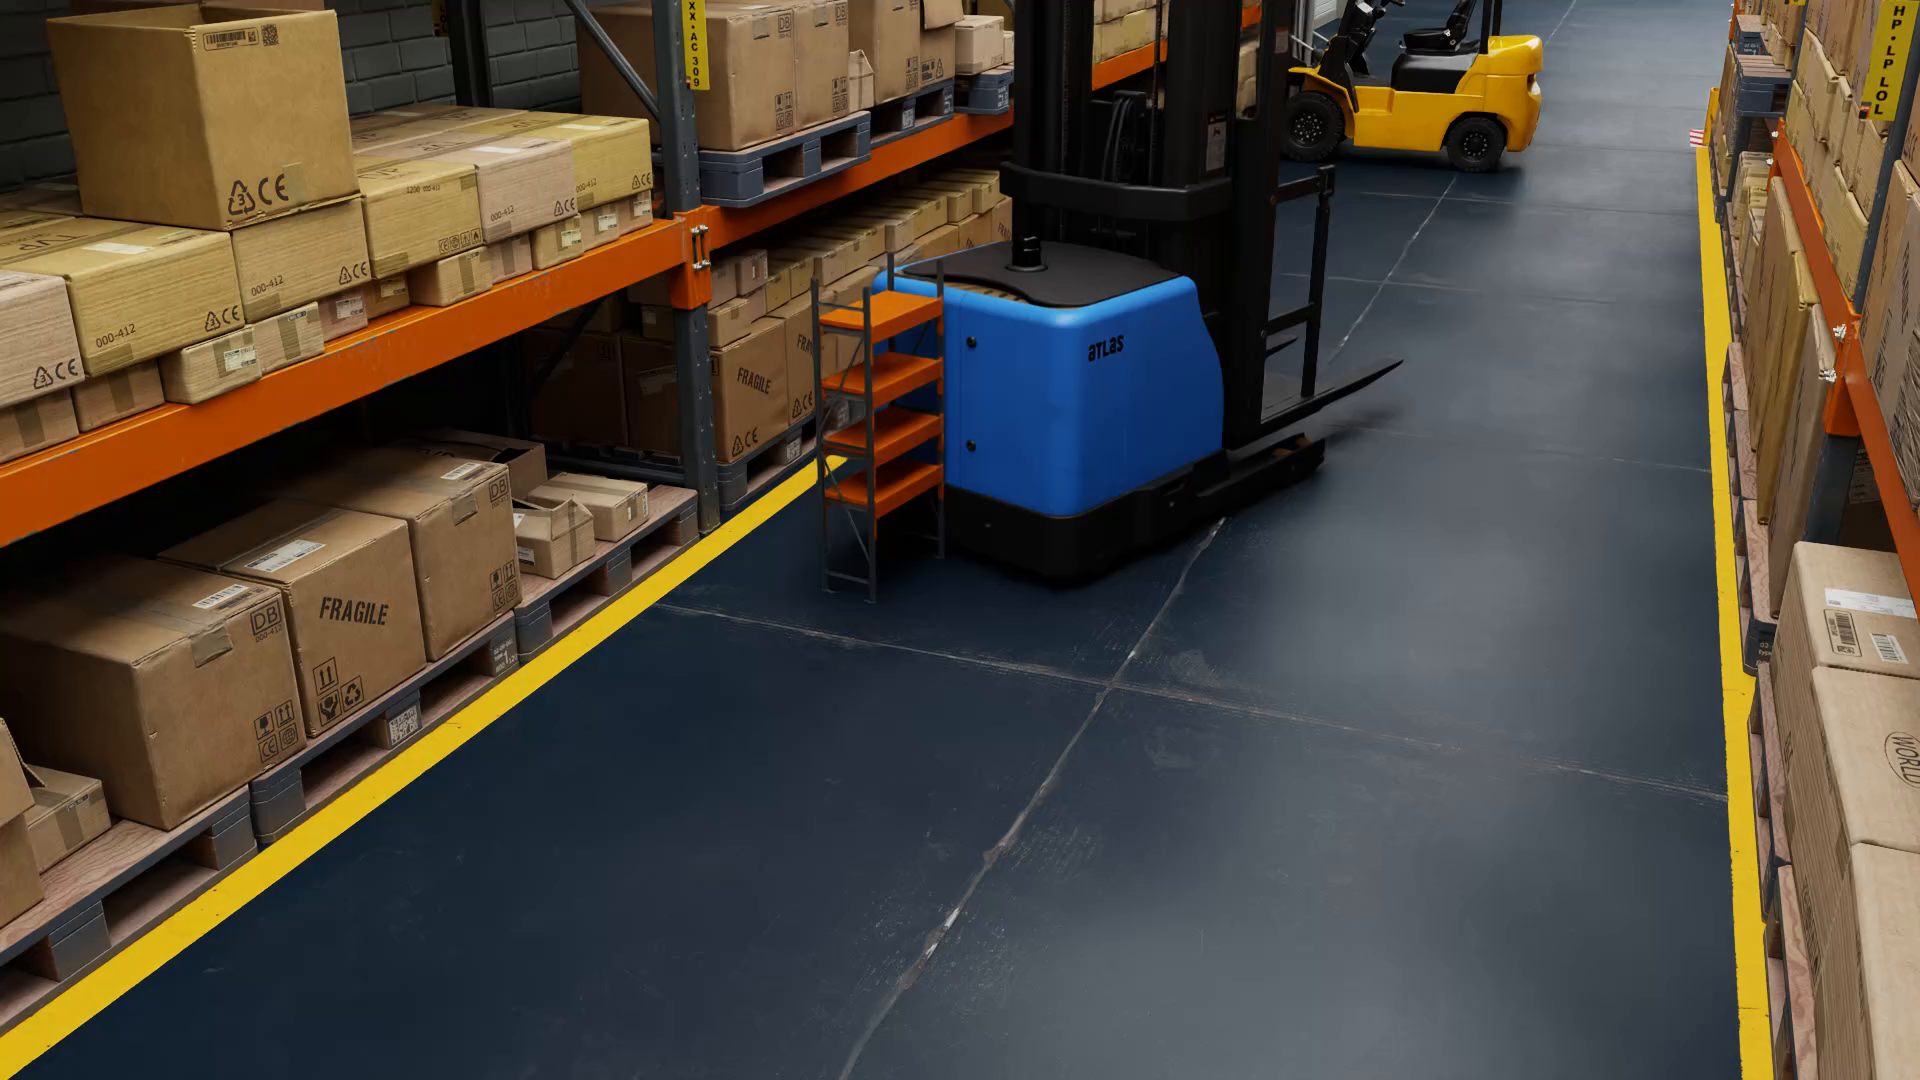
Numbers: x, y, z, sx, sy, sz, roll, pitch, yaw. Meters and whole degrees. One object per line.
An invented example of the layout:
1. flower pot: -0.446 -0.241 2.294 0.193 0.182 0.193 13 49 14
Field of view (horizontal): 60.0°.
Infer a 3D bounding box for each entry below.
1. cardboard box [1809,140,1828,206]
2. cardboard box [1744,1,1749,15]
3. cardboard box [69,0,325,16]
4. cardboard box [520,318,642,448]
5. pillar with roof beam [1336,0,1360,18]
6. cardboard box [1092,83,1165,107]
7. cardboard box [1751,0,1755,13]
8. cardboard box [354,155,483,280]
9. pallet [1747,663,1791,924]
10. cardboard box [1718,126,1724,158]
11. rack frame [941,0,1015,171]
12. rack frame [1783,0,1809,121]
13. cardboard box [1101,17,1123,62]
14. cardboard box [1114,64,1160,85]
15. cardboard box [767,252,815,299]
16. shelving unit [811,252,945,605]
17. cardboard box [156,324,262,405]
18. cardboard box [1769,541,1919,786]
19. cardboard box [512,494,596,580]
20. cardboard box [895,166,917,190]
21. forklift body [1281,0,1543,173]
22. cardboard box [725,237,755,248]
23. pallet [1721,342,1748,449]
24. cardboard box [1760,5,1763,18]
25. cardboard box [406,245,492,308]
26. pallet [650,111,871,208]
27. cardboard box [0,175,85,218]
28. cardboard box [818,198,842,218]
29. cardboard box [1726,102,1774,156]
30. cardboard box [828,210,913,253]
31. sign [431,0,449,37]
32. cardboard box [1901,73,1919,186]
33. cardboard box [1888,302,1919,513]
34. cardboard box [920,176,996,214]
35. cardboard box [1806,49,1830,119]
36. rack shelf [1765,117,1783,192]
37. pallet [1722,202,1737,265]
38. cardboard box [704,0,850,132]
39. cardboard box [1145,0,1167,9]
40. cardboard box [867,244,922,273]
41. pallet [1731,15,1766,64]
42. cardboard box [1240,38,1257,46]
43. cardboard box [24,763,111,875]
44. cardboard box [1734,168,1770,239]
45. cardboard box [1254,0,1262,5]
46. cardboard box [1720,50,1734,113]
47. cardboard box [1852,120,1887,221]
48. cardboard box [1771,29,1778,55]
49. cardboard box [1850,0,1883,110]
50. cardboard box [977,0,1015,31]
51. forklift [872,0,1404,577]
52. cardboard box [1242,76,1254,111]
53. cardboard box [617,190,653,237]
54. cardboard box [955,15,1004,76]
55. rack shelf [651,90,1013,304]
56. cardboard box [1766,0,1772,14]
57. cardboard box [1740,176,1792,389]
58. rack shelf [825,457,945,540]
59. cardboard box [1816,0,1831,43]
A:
1. cardboard box: 3.649 -1.454 6.533 0.500 0.250 0.500 9 24 20
2. cardboard box: 6.500 -4.235 13.323 0.380 0.149 0.250 9 24 21
3. cardboard box: -2.277 -1.409 5.068 0.500 0.500 0.500 8 24 19
4. cardboard box: -1.569 -0.748 7.348 0.500 0.500 0.500 9 24 20
5. pillar with roof beam: 10.340 -12.110 24.067 9.100 9.000 0.400 9 24 20
6. cardboard box: 1.311 -3.263 13.205 0.875 0.625 0.625 10 25 22
7. cardboard box: 6.224 -4.207 12.414 0.500 0.500 0.500 10 25 22
8. cardboard box: -1.809 -0.983 5.020 0.500 0.250 0.500 9 24 20
9. pallet: 2.778 0.767 4.640 1.003 0.211 1.213 9 24 20
10. cardboard box: 6.456 -3.192 13.522 0.500 0.250 0.500 9 24 21
11. rack frame: 0.009 -2.921 9.852 1.000 3.000 0.127 9 24 20
12. rack frame: 4.619 -2.212 8.154 1.000 3.000 0.127 9 24 20
13. cardboard box: 0.777 -3.341 11.050 0.500 0.250 0.500 8 24 18
14. cardboard box: 1.498 -3.943 14.023 0.500 0.250 0.500 9 24 21
15. cardboard box: -0.891 -1.224 7.644 0.380 0.149 0.250 8 24 19
16. shelving unit: -0.291 -0.418 6.194 0.258 1.200 0.503 13 26 28
17. cardboard box: -2.061 -0.475 4.321 0.380 0.149 0.250 8 24 19
18. cardboard box: 2.800 0.417 4.639 0.875 0.438 0.875 8 24 19
19. cardboard box: -1.544 -0.053 5.988 0.396 0.266 0.258 10 25 22
20. cardboard box: -0.474 -2.119 9.788 0.380 0.149 0.250 10 25 23
21. forklift body: 3.970 -4.453 14.620 2.313 2.155 1.214 9 24 20
22. cardboard box: -1.210 -1.372 8.000 0.380 0.149 0.250 9 24 22
23. pallet: 4.256 -0.654 8.042 1.003 0.211 1.213 9 24 20
24. cardboard box: 5.606 -3.569 11.183 0.380 0.149 0.250 9 24 21
25. cardboard box: -1.703 -0.846 5.209 0.380 0.149 0.250 8 24 19
26. pallet: -1.079 -1.672 7.110 1.003 0.211 1.213 9 24 20
27. cardboard box: -2.463 -0.877 4.767 0.500 0.250 0.500 9 24 20
28. cardboard box: -0.855 -1.743 8.888 0.380 0.149 0.250 8 24 19
29. cardboard box: 6.075 -3.165 12.484 0.500 0.500 0.500 8 24 19
30. cardboard box: -0.458 -1.578 8.492 0.380 0.149 0.250 8 24 18
31. sign: -1.993 -2.102 6.389 0.100 0.325 0.005 9 24 20
32. cardboard box: 2.731 -1.152 4.190 0.500 0.500 0.500 9 24 20
33. cardboard box: 2.334 -0.340 3.542 0.500 0.500 0.500 9 24 20
34. cardboard box: -0.012 -1.946 9.374 0.380 0.149 0.250 7 24 17
35. cardboard box: 3.812 -1.866 6.872 0.500 0.250 0.500 9 24 20
36. rack shelf: 5.362 -2.596 10.006 1.077 0.370 4.000 9 24 20
37. pallet: 5.817 -2.078 11.451 1.003 0.211 1.213 9 24 20
38. cardboard box: -0.897 -2.056 7.107 0.700 0.500 0.500 9 24 21
39. cardboard box: 1.170 -3.935 11.824 0.500 0.250 0.500 9 24 21
40. cardboard box: -0.512 -1.226 8.491 0.500 0.500 0.500 8 24 18
41. pallet: 5.686 -3.302 11.013 1.003 0.211 1.213 9 24 20
42. cardboard box: 2.541 -4.415 15.154 0.500 0.250 0.500 8 24 19
43. cardboard box: -2.453 0.711 4.309 0.380 0.149 0.250 8 24 18
44. cardboard box: 5.648 -2.179 10.939 0.950 0.372 0.625 10 25 23
45. cardboard box: 2.474 -5.067 14.860 0.500 0.500 0.500 9 24 20
46. cardboard box: 6.836 -3.901 14.246 0.500 0.500 0.500 8 24 18
47. cardboard box: 3.071 -1.135 5.121 0.500 0.250 0.500 9 24 20
48. cardboard box: 4.708 -2.733 9.182 0.380 0.149 0.250 8 24 18
49. cardboard box: 3.251 -1.670 5.430 0.500 0.500 0.500 9 24 21
50. cardboard box: 0.424 -3.203 10.073 0.500 0.250 0.500 9 24 20
51. forklift: 0.987 -1.703 7.025 1.130 2.935 3.031 19 29 37
52. cardboard box: 2.344 -3.996 14.799 0.500 0.250 0.500 9 24 20
53. cardboard box: -1.361 -1.224 6.114 0.380 0.149 0.250 9 24 21
54. cardboard box: -0.082 -2.622 8.785 0.500 0.250 0.500 8 24 18
55. rack shelf: -0.734 -1.874 8.277 1.077 0.370 4.000 9 24 20
56. cardboard box: 5.102 -3.354 9.828 0.500 0.500 0.500 8 24 18
57. cardboard box: 4.285 -1.190 7.919 0.875 0.875 0.875 9 24 20
58. rack shelf: -0.291 -0.173 6.297 0.258 0.148 0.480 13 26 28
59. cardboard box: 4.033 -2.399 7.175 0.500 0.500 0.500 9 24 20
